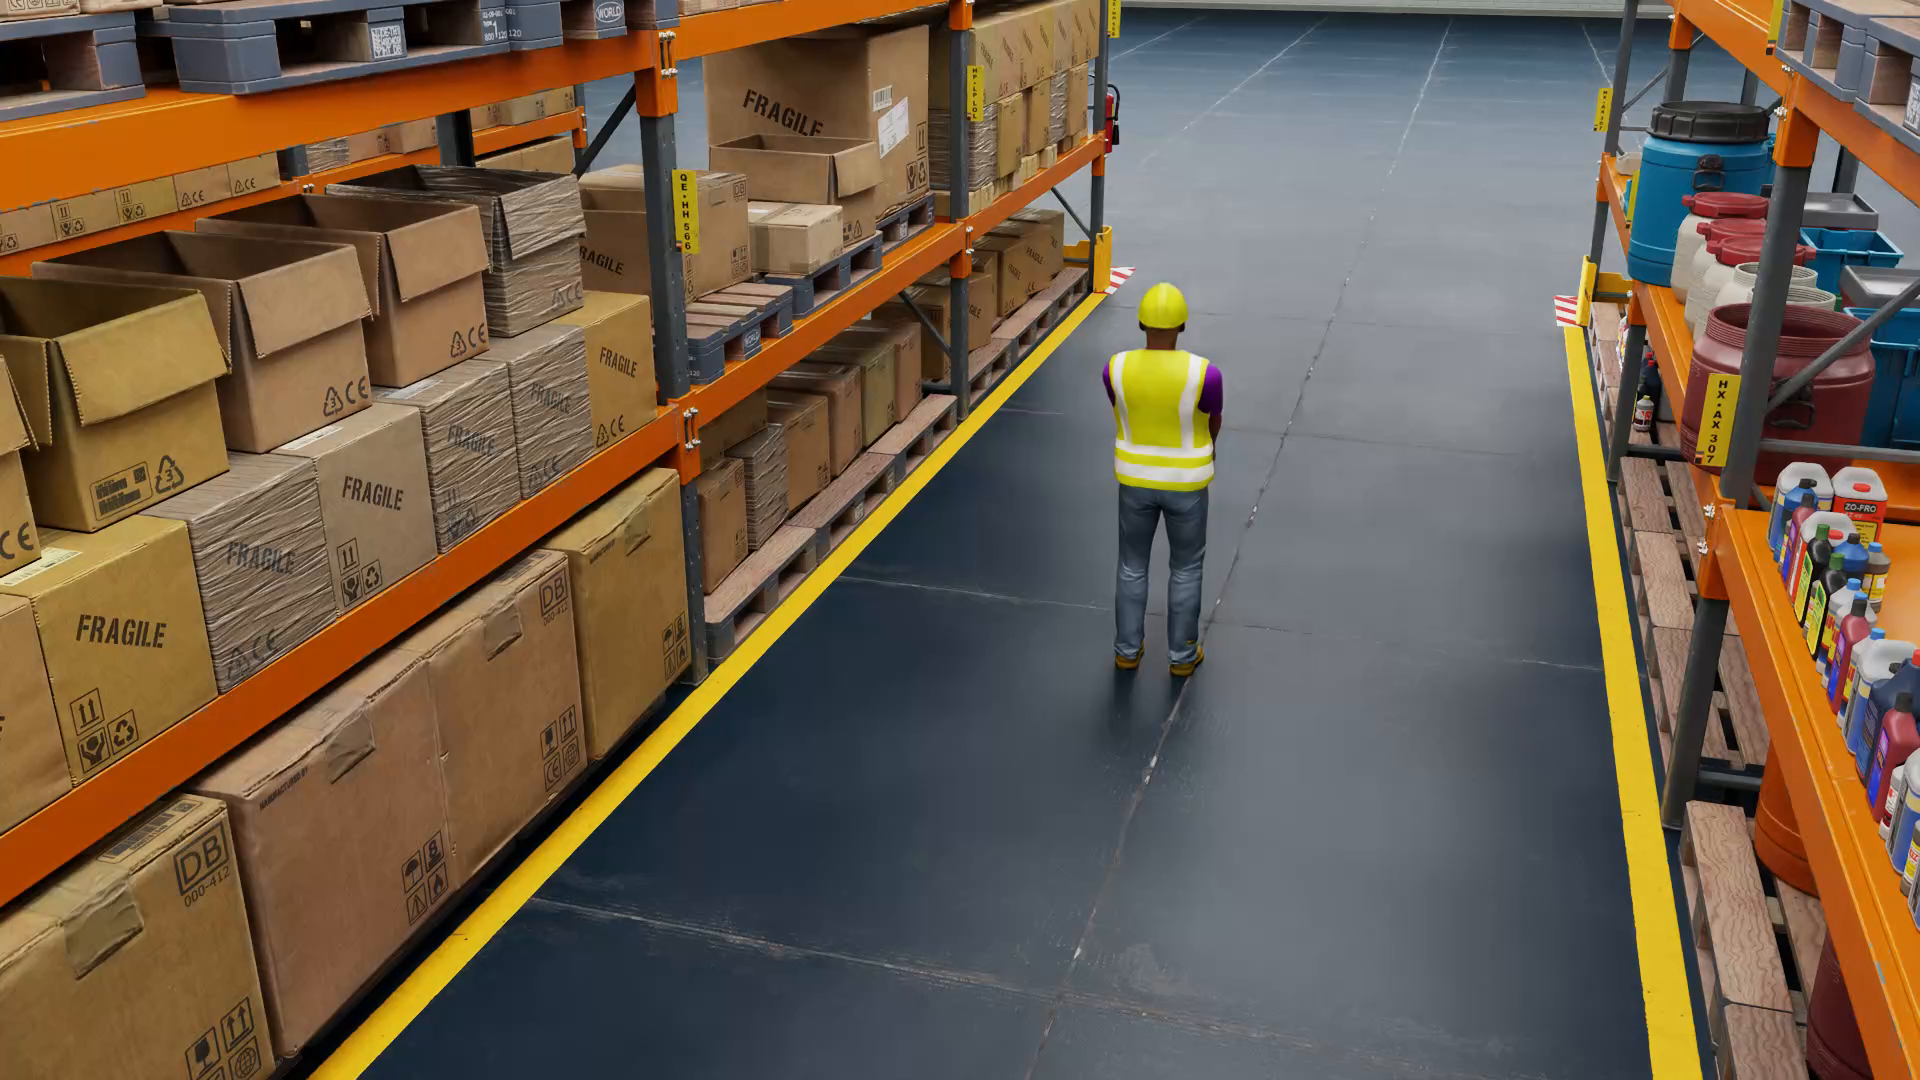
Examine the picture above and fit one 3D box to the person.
[{"bbox_3d":[0.894,-0.289,7.287,0.503,1.760,0.577,7,23,17],"label":"person"}]
